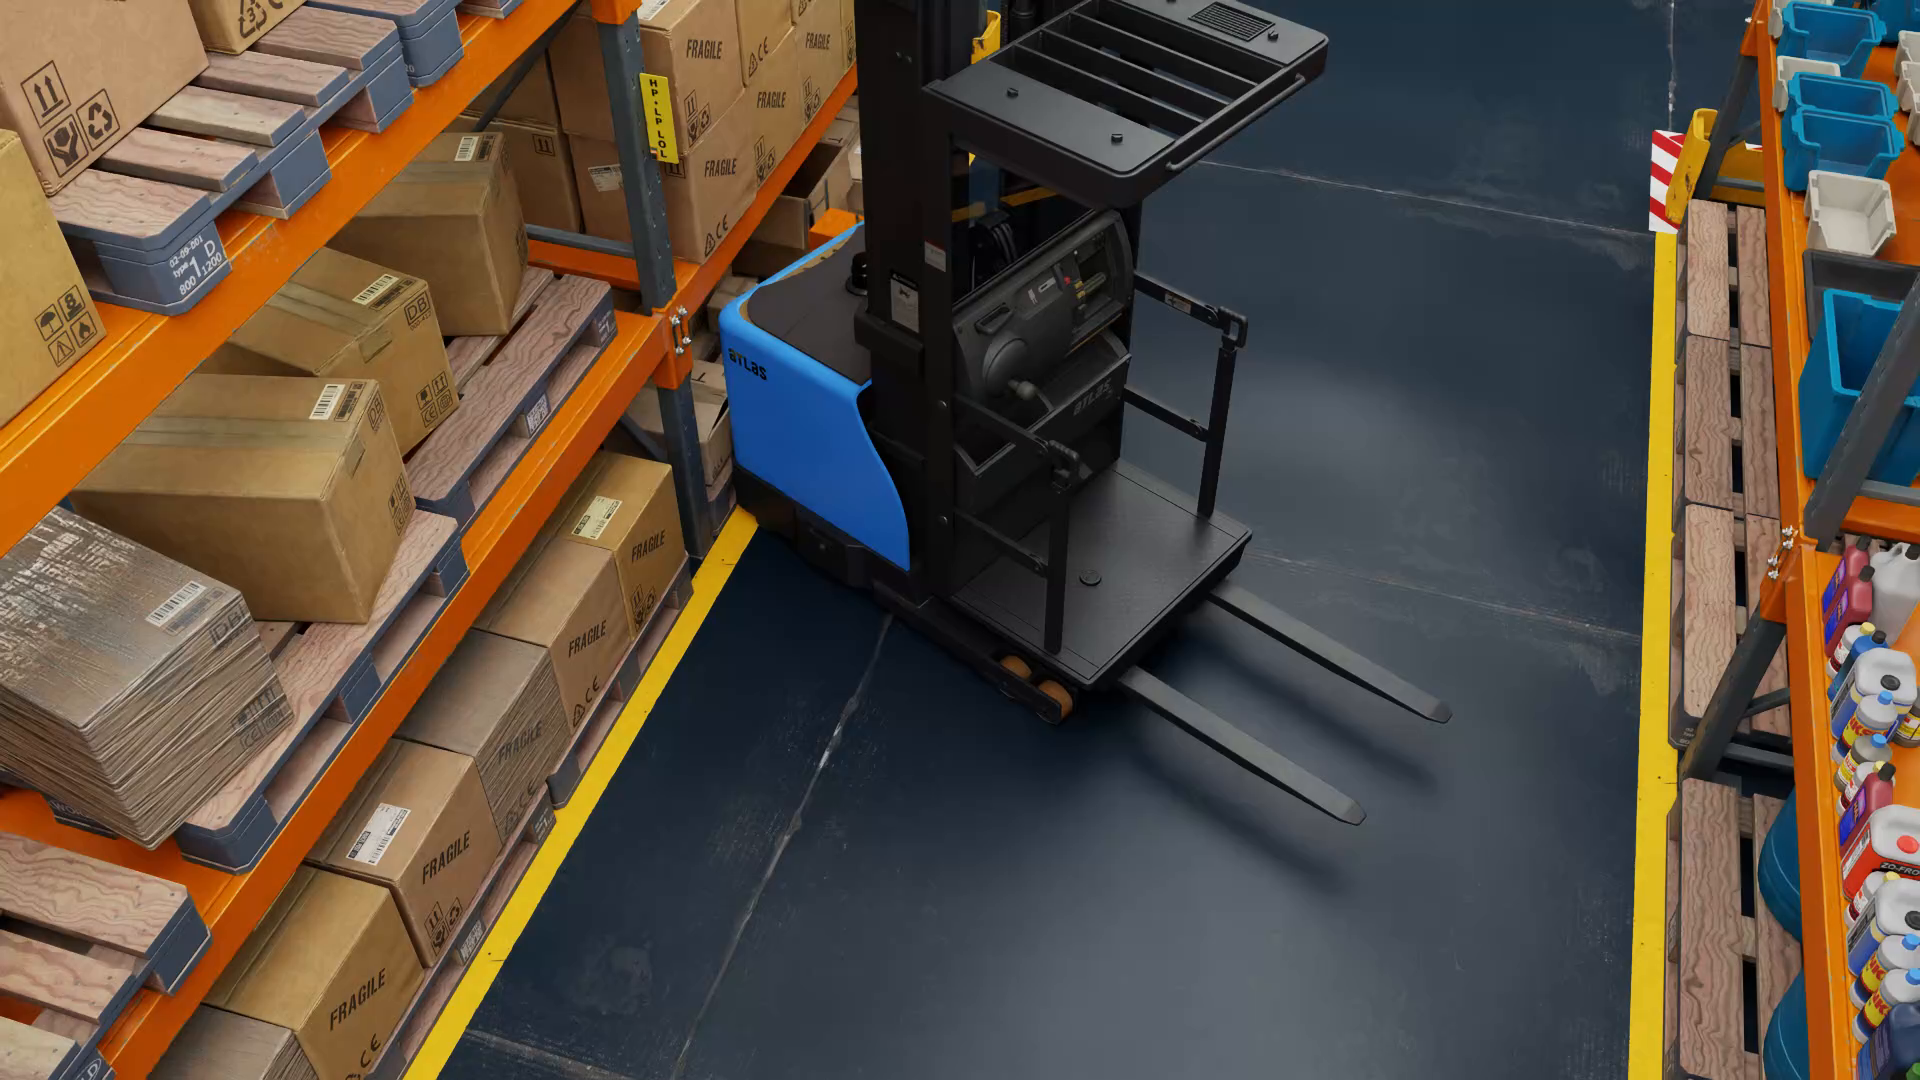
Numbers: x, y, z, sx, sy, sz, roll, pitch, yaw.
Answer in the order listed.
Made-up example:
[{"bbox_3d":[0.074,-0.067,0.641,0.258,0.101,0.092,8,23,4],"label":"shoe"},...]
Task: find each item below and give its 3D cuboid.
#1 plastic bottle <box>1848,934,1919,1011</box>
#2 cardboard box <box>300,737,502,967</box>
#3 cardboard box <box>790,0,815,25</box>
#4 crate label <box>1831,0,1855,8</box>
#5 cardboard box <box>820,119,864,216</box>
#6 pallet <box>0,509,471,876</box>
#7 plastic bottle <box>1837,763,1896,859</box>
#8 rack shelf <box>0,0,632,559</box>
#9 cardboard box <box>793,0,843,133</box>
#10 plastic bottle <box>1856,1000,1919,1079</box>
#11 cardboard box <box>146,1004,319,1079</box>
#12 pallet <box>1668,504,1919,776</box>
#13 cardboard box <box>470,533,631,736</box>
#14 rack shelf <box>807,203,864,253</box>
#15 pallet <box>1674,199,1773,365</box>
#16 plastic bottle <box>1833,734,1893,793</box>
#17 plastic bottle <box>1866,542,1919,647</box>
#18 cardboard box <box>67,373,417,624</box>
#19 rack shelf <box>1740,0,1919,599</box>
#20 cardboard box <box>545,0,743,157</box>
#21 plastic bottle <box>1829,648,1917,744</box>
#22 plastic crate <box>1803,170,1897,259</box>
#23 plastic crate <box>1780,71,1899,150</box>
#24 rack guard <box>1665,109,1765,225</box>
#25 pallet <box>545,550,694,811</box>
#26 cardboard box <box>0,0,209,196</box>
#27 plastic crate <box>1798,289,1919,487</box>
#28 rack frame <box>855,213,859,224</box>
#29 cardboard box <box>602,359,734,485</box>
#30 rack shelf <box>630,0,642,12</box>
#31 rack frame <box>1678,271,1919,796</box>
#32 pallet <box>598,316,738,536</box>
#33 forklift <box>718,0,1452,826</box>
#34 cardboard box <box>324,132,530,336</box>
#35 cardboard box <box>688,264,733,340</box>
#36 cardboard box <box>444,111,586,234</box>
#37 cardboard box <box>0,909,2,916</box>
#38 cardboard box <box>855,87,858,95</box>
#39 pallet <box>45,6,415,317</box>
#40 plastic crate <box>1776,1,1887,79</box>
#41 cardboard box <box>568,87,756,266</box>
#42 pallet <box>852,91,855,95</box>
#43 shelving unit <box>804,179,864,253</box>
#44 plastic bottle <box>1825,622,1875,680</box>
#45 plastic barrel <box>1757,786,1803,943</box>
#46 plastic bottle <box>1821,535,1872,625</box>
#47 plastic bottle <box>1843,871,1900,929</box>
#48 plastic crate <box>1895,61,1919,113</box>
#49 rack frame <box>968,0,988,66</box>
[{"bbox_3d":[2.256,1.042,4.031,0.097,0.271,0.097,0,44,0],"label":"plastic bottle"},{"bbox_3d":[-1.887,1.000,5.455,0.500,0.500,0.500,11,45,11],"label":"cardboard box"},{"bbox_3d":[-0.826,-2.461,6.733,0.500,0.500,0.500,11,46,11],"label":"cardboard box"},{"bbox_3d":[3.994,-2.608,7.746,0.416,0.233,0.303,13,46,13],"label":"crate label"},{"bbox_3d":[-0.583,-1.926,8.624,0.500,0.250,0.500,13,46,13],"label":"cardboard box"},{"bbox_3d":[-2.175,0.311,4.824,1.003,0.211,1.213,13,46,13],"label":"pallet"},{"bbox_3d":[2.384,0.713,4.359,0.061,0.283,0.133,13,46,13],"label":"plastic bottle"},{"bbox_3d":[-2.154,-0.609,3.996,1.077,0.370,4.000,13,46,13],"label":"rack shelf"},{"bbox_3d":[-0.829,-2.119,7.099,0.500,0.500,0.500,12,46,12],"label":"cardboard box"},{"bbox_3d":[2.206,1.178,3.836,0.144,0.351,0.185,13,46,13],"label":"plastic bottle"},{"bbox_3d":[-2.197,1.683,4.757,0.500,0.500,0.500,11,45,11],"label":"cardboard box"},{"bbox_3d":[3.357,0.423,6.566,1.003,0.211,1.213,13,46,13],"label":"pallet"},{"bbox_3d":[-1.583,0.327,6.143,0.500,0.500,0.500,13,46,13],"label":"cardboard box"},{"bbox_3d":[-0.510,-1.295,7.330,0.240,0.259,0.215,17,47,17],"label":"rack shelf"},{"bbox_3d":[4.096,-1.203,8.228,1.003,0.211,1.213,13,46,13],"label":"pallet"},{"bbox_3d":[2.466,0.604,4.529,0.097,0.201,0.097,0,44,0],"label":"plastic bottle"},{"bbox_3d":[2.743,0.135,4.901,0.144,0.351,0.185,13,46,13],"label":"plastic bottle"},{"bbox_3d":[-2.025,-0.122,4.757,0.700,0.500,0.500,2,44,2],"label":"cardboard box"},{"bbox_3d":[3.777,-1.151,6.695,1.077,0.370,4.000,13,46,13],"label":"rack shelf"},{"bbox_3d":[-1.138,-1.774,6.031,0.500,0.500,0.500,14,46,14],"label":"cardboard box"},{"bbox_3d":[2.557,0.441,4.642,0.152,0.276,0.135,13,46,13],"label":"plastic bottle"},{"bbox_3d":[3.412,-1.227,6.403,0.293,0.136,0.466,13,46,13],"label":"plastic crate"},{"bbox_3d":[3.595,-1.730,6.849,0.416,0.233,0.300,13,46,13],"label":"plastic crate"},{"bbox_3d":[4.377,-1.867,8.699,1.175,0.500,0.348,13,46,13],"label":"rack guard"},{"bbox_3d":[-1.759,0.420,6.569,1.003,0.211,1.213,13,46,13],"label":"pallet"},{"bbox_3d":[-2.173,-1.211,3.653,0.600,0.600,0.600,11,45,11],"label":"cardboard box"},{"bbox_3d":[2.987,-0.474,5.457,0.392,0.384,0.575,13,46,13],"label":"plastic crate"},{"bbox_3d":[-0.397,-1.065,7.484,0.008,1.050,0.200,17,47,17],"label":"rack frame"},{"bbox_3d":[-1.215,-0.557,7.181,0.500,0.311,0.500,13,46,13],"label":"cardboard box"},{"bbox_3d":[-0.943,-3.275,6.721,1.077,0.370,4.000,13,46,13],"label":"rack shelf"},{"bbox_3d":[3.171,-0.075,5.081,1.000,3.000,0.127,13,46,13],"label":"rack frame"},{"bbox_3d":[-1.340,-0.588,7.599,1.003,0.211,1.213,13,46,13],"label":"pallet"},{"bbox_3d":[0.469,-0.762,5.832,3.031,2.935,1.130,31,52,28],"label":"forklift"},{"bbox_3d":[-1.905,-1.044,5.700,0.700,0.500,0.500,-1,44,-1],"label":"cardboard box"},{"bbox_3d":[-1.419,-1.263,7.903,0.500,0.311,0.500,13,46,13],"label":"cardboard box"},{"bbox_3d":[-1.642,-1.550,6.517,0.500,0.500,0.500,13,46,13],"label":"cardboard box"},{"bbox_3d":[-2.677,0.910,3.703,0.700,0.500,0.500,-1,44,-1],"label":"cardboard box"},{"bbox_3d":[-0.267,-2.642,9.177,0.500,0.500,0.500,13,46,13],"label":"cardboard box"},{"bbox_3d":[-2.124,-1.020,4.036,1.213,0.211,1.003,13,46,13],"label":"pallet"},{"bbox_3d":[3.794,-2.169,7.298,0.416,0.233,0.300,13,46,13],"label":"plastic crate"},{"bbox_3d":[-1.135,-1.444,6.409,0.500,0.500,0.500,14,46,14],"label":"cardboard box"},{"bbox_3d":[-0.601,-2.214,9.261,1.003,0.211,1.213,13,46,13],"label":"pallet"},{"bbox_3d":[-0.508,-1.099,7.520,0.252,1.050,0.215,17,47,17],"label":"shelving unit"},{"bbox_3d":[2.595,0.320,4.820,0.097,0.201,0.097,0,44,0],"label":"plastic bottle"},{"bbox_3d":[2.990,0.884,5.301,0.600,0.901,0.708,13,46,13],"label":"plastic barrel"},{"bbox_3d":[2.653,0.121,4.964,0.061,0.283,0.133,13,46,13],"label":"plastic bottle"},{"bbox_3d":[2.326,0.912,4.214,0.097,0.201,0.097,0,44,0],"label":"plastic bottle"},{"bbox_3d":[4.206,-1.896,7.088,0.396,0.136,0.243,13,46,13],"label":"plastic crate"},{"bbox_3d":[-0.337,-3.793,8.880,1.000,3.000,0.127,13,46,13],"label":"rack frame"}]
